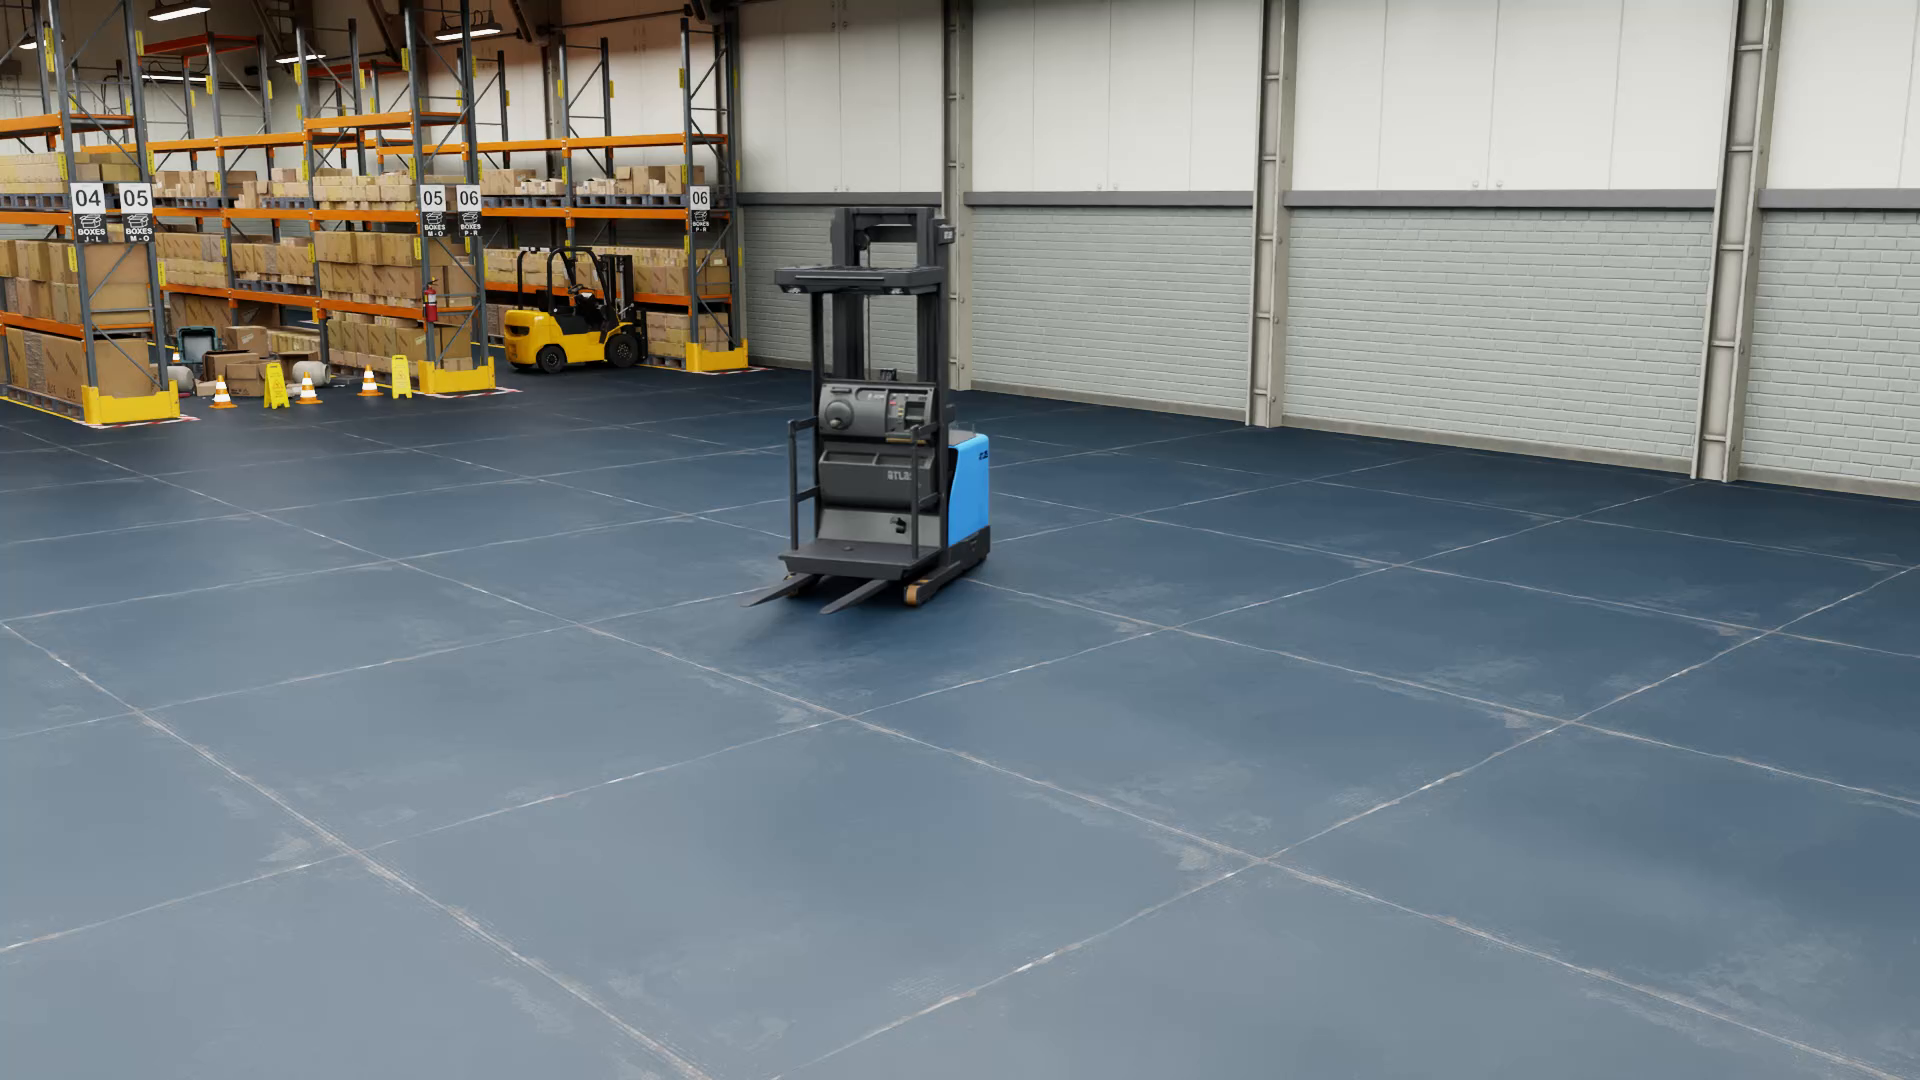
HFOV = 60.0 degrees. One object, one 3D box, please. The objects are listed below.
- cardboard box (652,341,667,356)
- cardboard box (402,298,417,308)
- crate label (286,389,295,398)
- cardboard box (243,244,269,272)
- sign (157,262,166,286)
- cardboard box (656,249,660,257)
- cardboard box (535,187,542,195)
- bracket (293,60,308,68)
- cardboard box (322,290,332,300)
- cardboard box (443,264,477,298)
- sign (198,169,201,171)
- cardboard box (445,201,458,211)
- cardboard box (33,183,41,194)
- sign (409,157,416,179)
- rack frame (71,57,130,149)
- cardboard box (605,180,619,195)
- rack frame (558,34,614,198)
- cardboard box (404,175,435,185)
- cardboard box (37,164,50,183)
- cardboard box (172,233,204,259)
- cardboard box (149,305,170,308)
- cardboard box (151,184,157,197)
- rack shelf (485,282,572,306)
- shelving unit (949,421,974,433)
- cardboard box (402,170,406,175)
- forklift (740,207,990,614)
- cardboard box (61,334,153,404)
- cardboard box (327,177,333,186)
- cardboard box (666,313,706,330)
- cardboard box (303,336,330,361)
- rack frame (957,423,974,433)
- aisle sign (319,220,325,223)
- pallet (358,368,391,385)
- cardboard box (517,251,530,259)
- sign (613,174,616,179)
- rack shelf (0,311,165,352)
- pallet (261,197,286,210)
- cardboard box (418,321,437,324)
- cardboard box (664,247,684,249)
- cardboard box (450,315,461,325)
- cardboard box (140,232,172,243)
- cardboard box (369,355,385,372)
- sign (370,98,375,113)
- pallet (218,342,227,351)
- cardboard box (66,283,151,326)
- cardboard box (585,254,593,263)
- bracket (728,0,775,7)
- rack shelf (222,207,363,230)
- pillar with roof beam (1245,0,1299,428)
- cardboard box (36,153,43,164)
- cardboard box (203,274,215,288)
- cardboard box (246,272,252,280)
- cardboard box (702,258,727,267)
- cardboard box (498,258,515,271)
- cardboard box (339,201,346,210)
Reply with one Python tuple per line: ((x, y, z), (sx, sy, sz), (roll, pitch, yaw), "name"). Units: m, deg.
((-5.250, -3.497, 30.224), (0.500, 0.250, 0.500), (-11, 16, -43), "cardboard box")
((-8.616, -3.770, 26.401), (0.380, 0.149, 0.250), (-11, 16, -43), "cardboard box")
((-10.334, -2.230, 25.395), (0.298, 0.136, 0.250), (3, 12, 16), "crate label")
((-12.965, -5.242, 30.896), (0.500, 0.500, 0.500), (-10, 15, -40), "cardboard box")
((-11.053, -3.682, 23.007), (0.100, 0.325, 0.005), (-11, 16, -43), "sign")
((-5.272, -5.187, 30.064), (0.380, 0.149, 0.250), (-11, 16, -42), "cardboard box")
((-8.102, -6.842, 32.588), (0.380, 0.149, 0.250), (-11, 16, -43), "cardboard box")
((-16.590, -11.985, 41.862), (0.235, 0.232, 0.430), (-11, 16, -43), "bracket")
((-10.725, -4.217, 28.570), (0.380, 0.149, 0.250), (-11, 16, -43), "cardboard box")
((-8.075, -4.150, 26.634), (0.500, 0.500, 0.500), (-11, 16, -43), "cardboard box")
((-15.850, -7.552, 34.639), (0.100, 0.325, 0.005), (-11, 16, -43), "sign")
((-7.943, -5.287, 26.328), (0.380, 0.149, 0.250), (-11, 16, -42), "cardboard box")
((-12.636, -4.893, 23.129), (0.380, 0.149, 0.250), (-11, 16, -43), "cardboard box")
((-8.364, -5.676, 25.398), (0.100, 0.325, 0.005), (-11, 16, -43), "sign")
((-18.998, -9.121, 36.880), (1.000, 3.000, 0.127), (-11, 16, -43), "rack frame")
((-6.318, -6.522, 30.746), (0.258, 0.266, 0.396), (11, 16, 44), "cardboard box")
((-7.123, -8.061, 31.739), (1.000, 3.000, 0.127), (-11, 16, -43), "rack frame")
((-8.395, -5.592, 25.833), (0.380, 0.149, 0.250), (-11, 16, -42), "cardboard box")
((-12.344, -5.044, 22.874), (0.500, 0.250, 0.500), (-11, 16, -42), "cardboard box")
((-15.423, -5.889, 33.336), (0.500, 0.500, 0.500), (11, 16, 44), "cardboard box")
((-17.831, -4.918, 36.659), (0.875, 0.438, 0.875), (-10, 16, -41), "cardboard box")
((-16.143, -7.086, 33.729), (0.396, 0.266, 0.258), (-11, 16, -43), "cardboard box")
((-8.504, -5.063, 33.834), (1.077, 0.370, 4.000), (-11, 16, -43), "rack shelf")
((-0.037, -0.522, 14.843), (0.215, 1.050, 0.252), (-11, 16, -43), "shelving unit")
((-12.387, -8.205, 37.439), (0.396, 0.266, 0.258), (-11, 16, -43), "cardboard box")
((-0.715, -1.027, 12.633), (1.130, 2.935, 3.031), (4, 12, 19), "forklift")
((-11.975, -2.397, 23.339), (0.875, 0.875, 0.875), (-11, 16, -42), "cardboard box")
((-10.353, -6.002, 27.825), (0.250, 0.149, 0.380), (11, 16, 43), "cardboard box")
((-4.904, -3.912, 29.760), (0.500, 0.250, 0.500), (-10, 15, -41), "cardboard box")
((-11.075, -3.426, 29.577), (0.950, 0.372, 0.625), (-11, 16, -42), "cardboard box")
((0.047, -0.504, 14.757), (0.200, 1.050, 0.008), (-11, 16, -43), "rack frame")
((-15.670, -8.117, 40.432), (0.394, 0.787, 0.004), (-11, 16, -43), "aisle sign")
((-9.375, -2.794, 27.950), (1.003, 0.211, 1.213), (-11, 16, -43), "pallet")
((-8.663, -5.719, 33.381), (0.250, 0.149, 0.380), (11, 16, 44), "cardboard box")
((-6.723, -6.962, 32.358), (0.100, 0.325, 0.005), (-11, 16, -43), "sign")
((-12.840, -3.082, 24.221), (1.077, 0.370, 4.000), (-11, 16, -43), "rack shelf")
((-11.778, -6.064, 29.943), (1.213, 0.211, 1.003), (-11, 16, -43), "pallet")
((-9.027, -3.383, 27.814), (0.500, 0.500, 0.500), (-10, 16, -41), "cardboard box")
((-5.257, -5.335, 30.781), (0.250, 0.149, 0.380), (11, 16, 44), "cardboard box")
((-10.671, -4.795, 35.904), (0.500, 0.500, 0.500), (-11, 16, -43), "cardboard box")
((-16.761, -6.168, 34.688), (0.500, 0.500, 0.500), (-11, 16, -43), "cardboard box")
((-9.419, -2.939, 27.516), (0.500, 0.250, 0.500), (11, 16, 43), "cardboard box")
((-13.053, -9.652, 36.950), (0.100, 0.325, 0.005), (-11, 16, -43), "sign")
((-13.963, -3.774, 32.709), (1.003, 0.211, 1.213), (-11, 16, -43), "pallet")
((-11.748, -3.264, 22.948), (0.875, 0.550, 0.550), (-11, 16, -43), "cardboard box")
((-6.913, -5.369, 31.683), (0.380, 0.149, 0.250), (-10, 16, -41), "cardboard box")
((-2.369, -8.979, 27.274), (0.076, 0.066, 4.783), (-11, 16, -43), "bracket")
((-12.092, -5.840, 30.171), (1.077, 0.370, 4.000), (-11, 16, -43), "rack shelf")
((0.984, -5.354, 18.596), (9.100, 9.000, 0.400), (-11, 16, -43), "pillar with roof beam")
((-12.465, -5.247, 22.872), (0.380, 0.149, 0.250), (-11, 16, -42), "cardboard box")
((-14.374, -5.051, 32.367), (0.500, 0.250, 0.500), (-11, 16, -42), "cardboard box")
((-13.056, -4.932, 30.997), (0.250, 0.149, 0.380), (10, 16, 41), "cardboard box")
((-4.407, -4.992, 29.851), (0.250, 0.149, 0.380), (11, 16, 44), "cardboard box")
((-9.062, -5.627, 33.925), (0.500, 0.250, 0.500), (11, 16, 44), "cardboard box")
((-10.137, -5.588, 27.792), (0.380, 0.149, 0.250), (-10, 15, -41), "cardboard box")
